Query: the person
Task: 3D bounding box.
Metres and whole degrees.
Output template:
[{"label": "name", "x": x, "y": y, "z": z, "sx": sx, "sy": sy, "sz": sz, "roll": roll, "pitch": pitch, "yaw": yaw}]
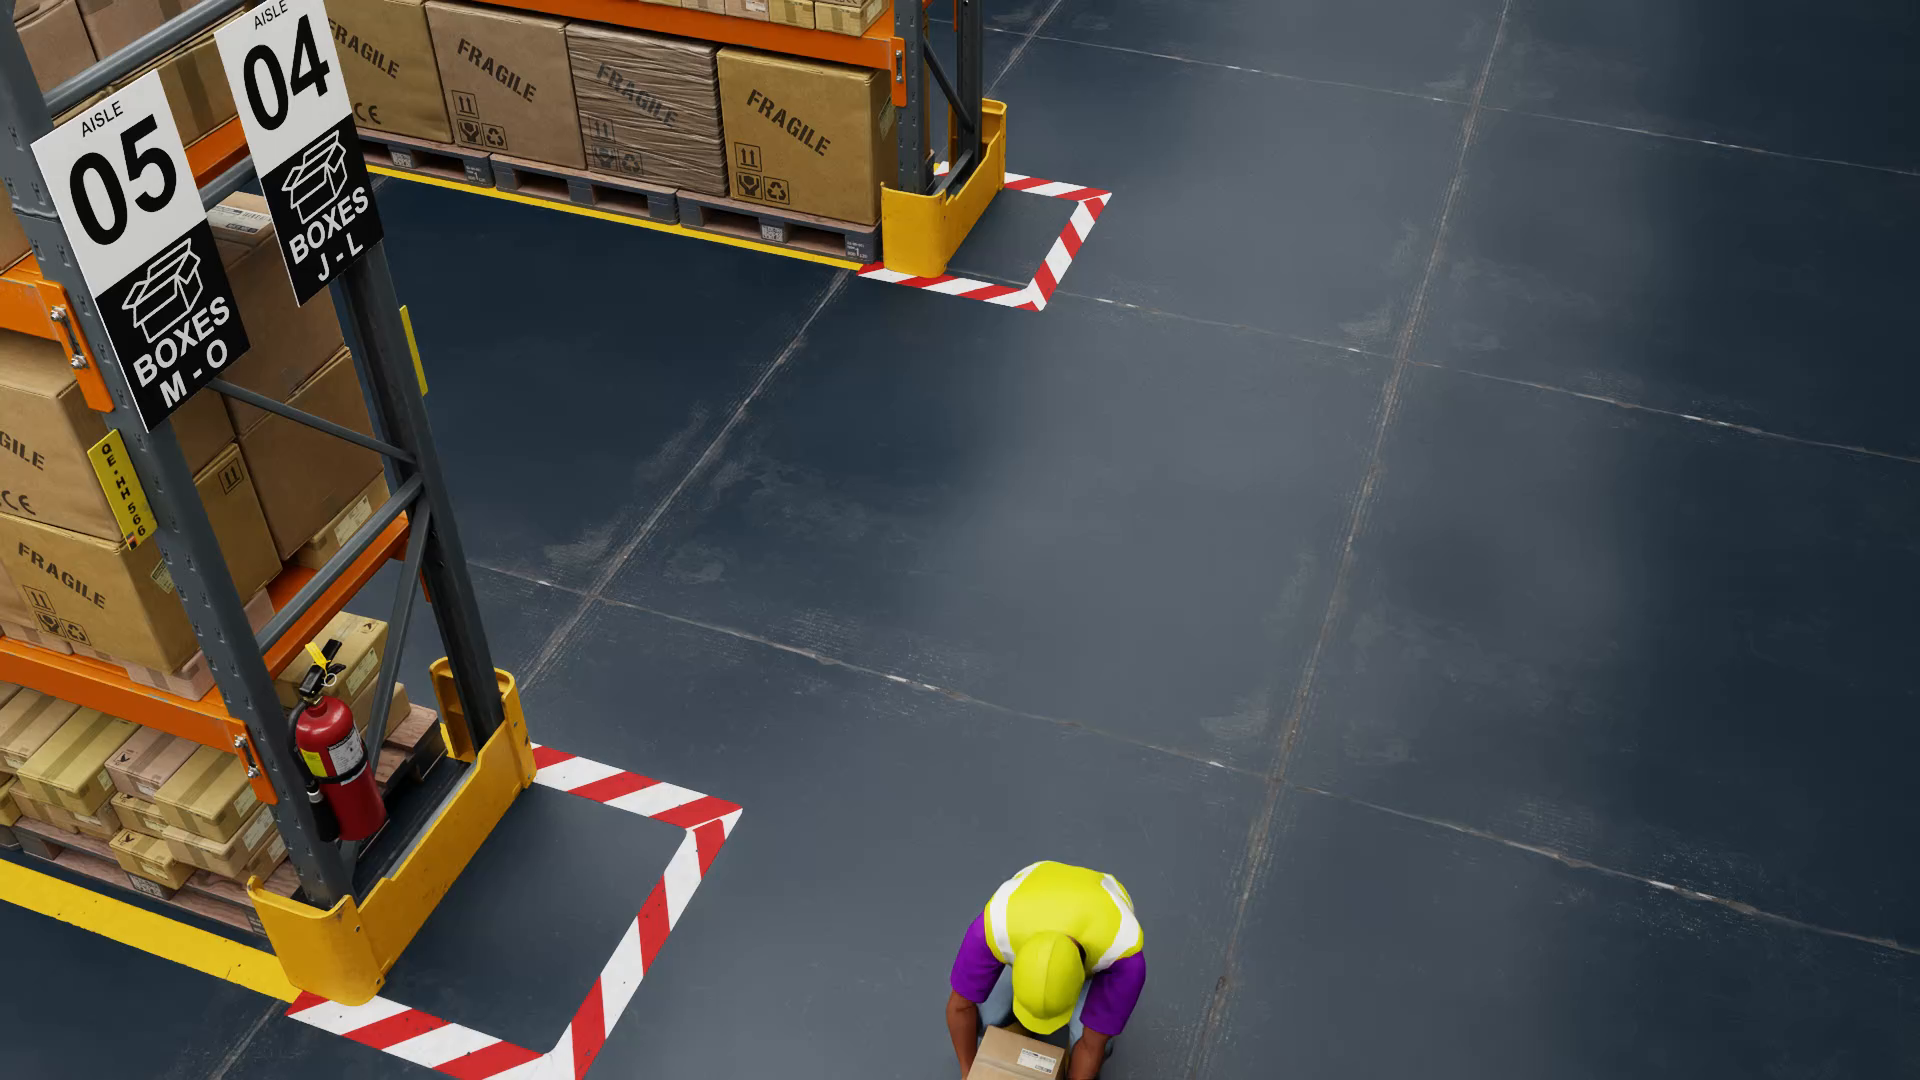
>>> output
[{"label": "person", "x": 0.293, "y": 1.357, "z": 5.187, "sx": 0.584, "sy": 0.994, "sz": 0.884, "roll": 13, "pitch": 43, "yaw": 15}]
